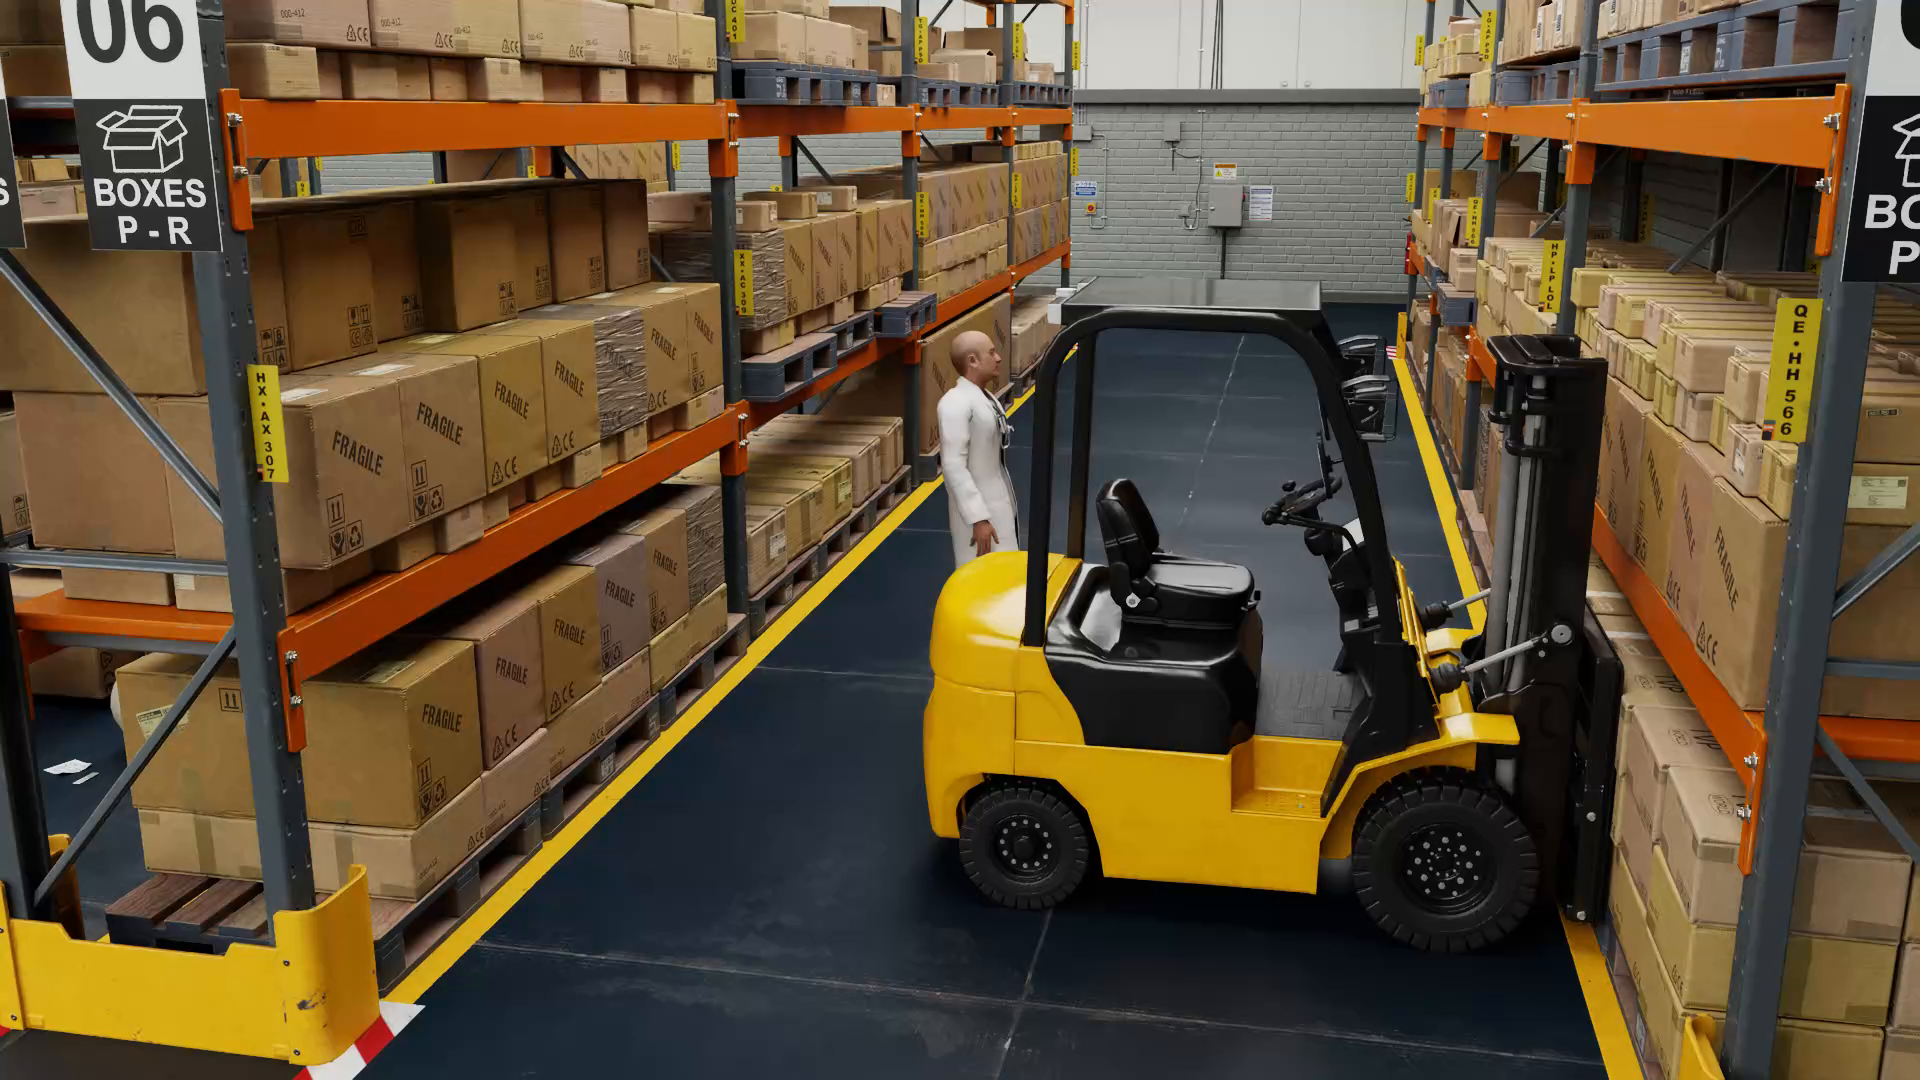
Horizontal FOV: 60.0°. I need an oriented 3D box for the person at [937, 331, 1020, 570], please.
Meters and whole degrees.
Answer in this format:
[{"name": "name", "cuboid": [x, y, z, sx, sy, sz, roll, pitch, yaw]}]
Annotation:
[{"name": "person", "cuboid": [0.207, -0.087, 7.843, 0.578, 1.778, 0.696, 3, 15, 11]}]
